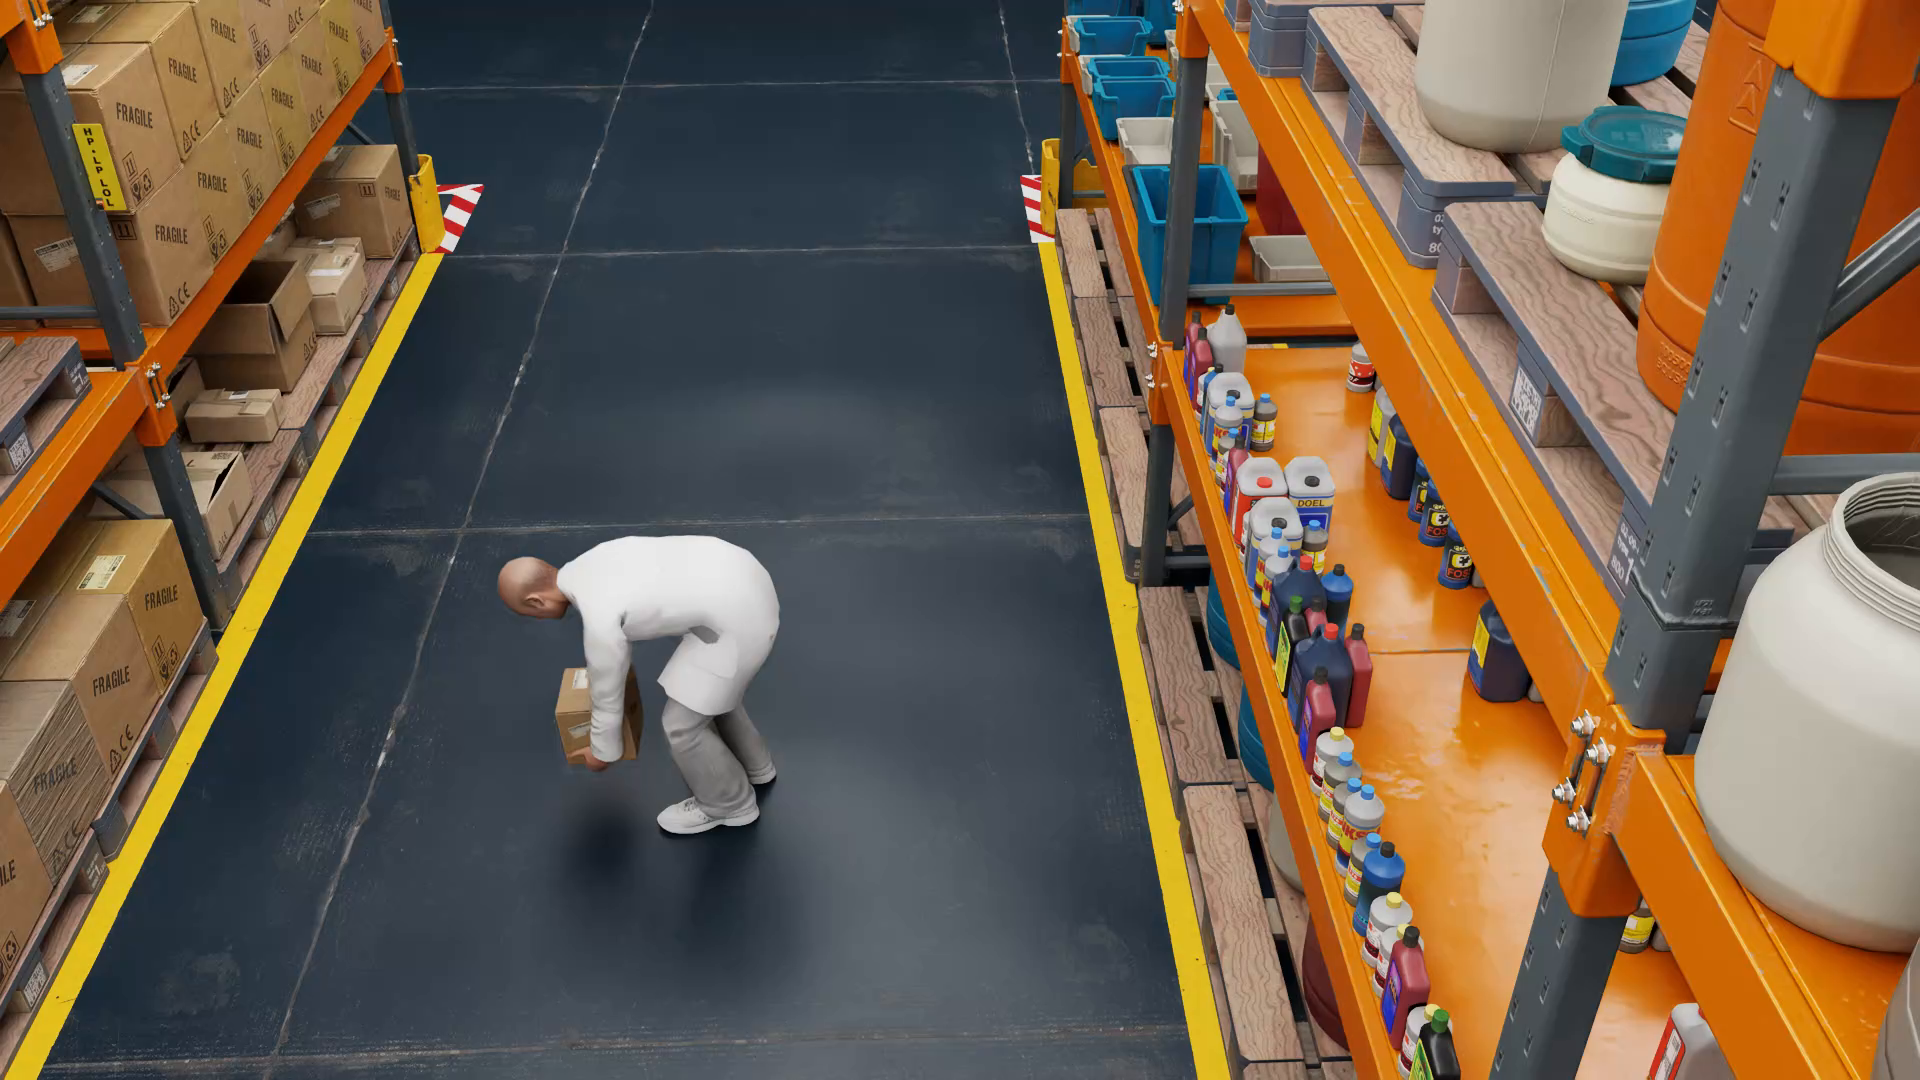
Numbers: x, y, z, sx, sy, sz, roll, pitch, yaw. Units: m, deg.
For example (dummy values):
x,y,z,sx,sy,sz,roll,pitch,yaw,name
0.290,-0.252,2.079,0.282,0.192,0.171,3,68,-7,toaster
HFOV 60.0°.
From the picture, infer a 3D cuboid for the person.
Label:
x,y,z,sx,sy,sz,roll,pitch,yaw,name
-1.101,0.519,5.956,0.945,1.157,0.557,-3,35,-4,person
